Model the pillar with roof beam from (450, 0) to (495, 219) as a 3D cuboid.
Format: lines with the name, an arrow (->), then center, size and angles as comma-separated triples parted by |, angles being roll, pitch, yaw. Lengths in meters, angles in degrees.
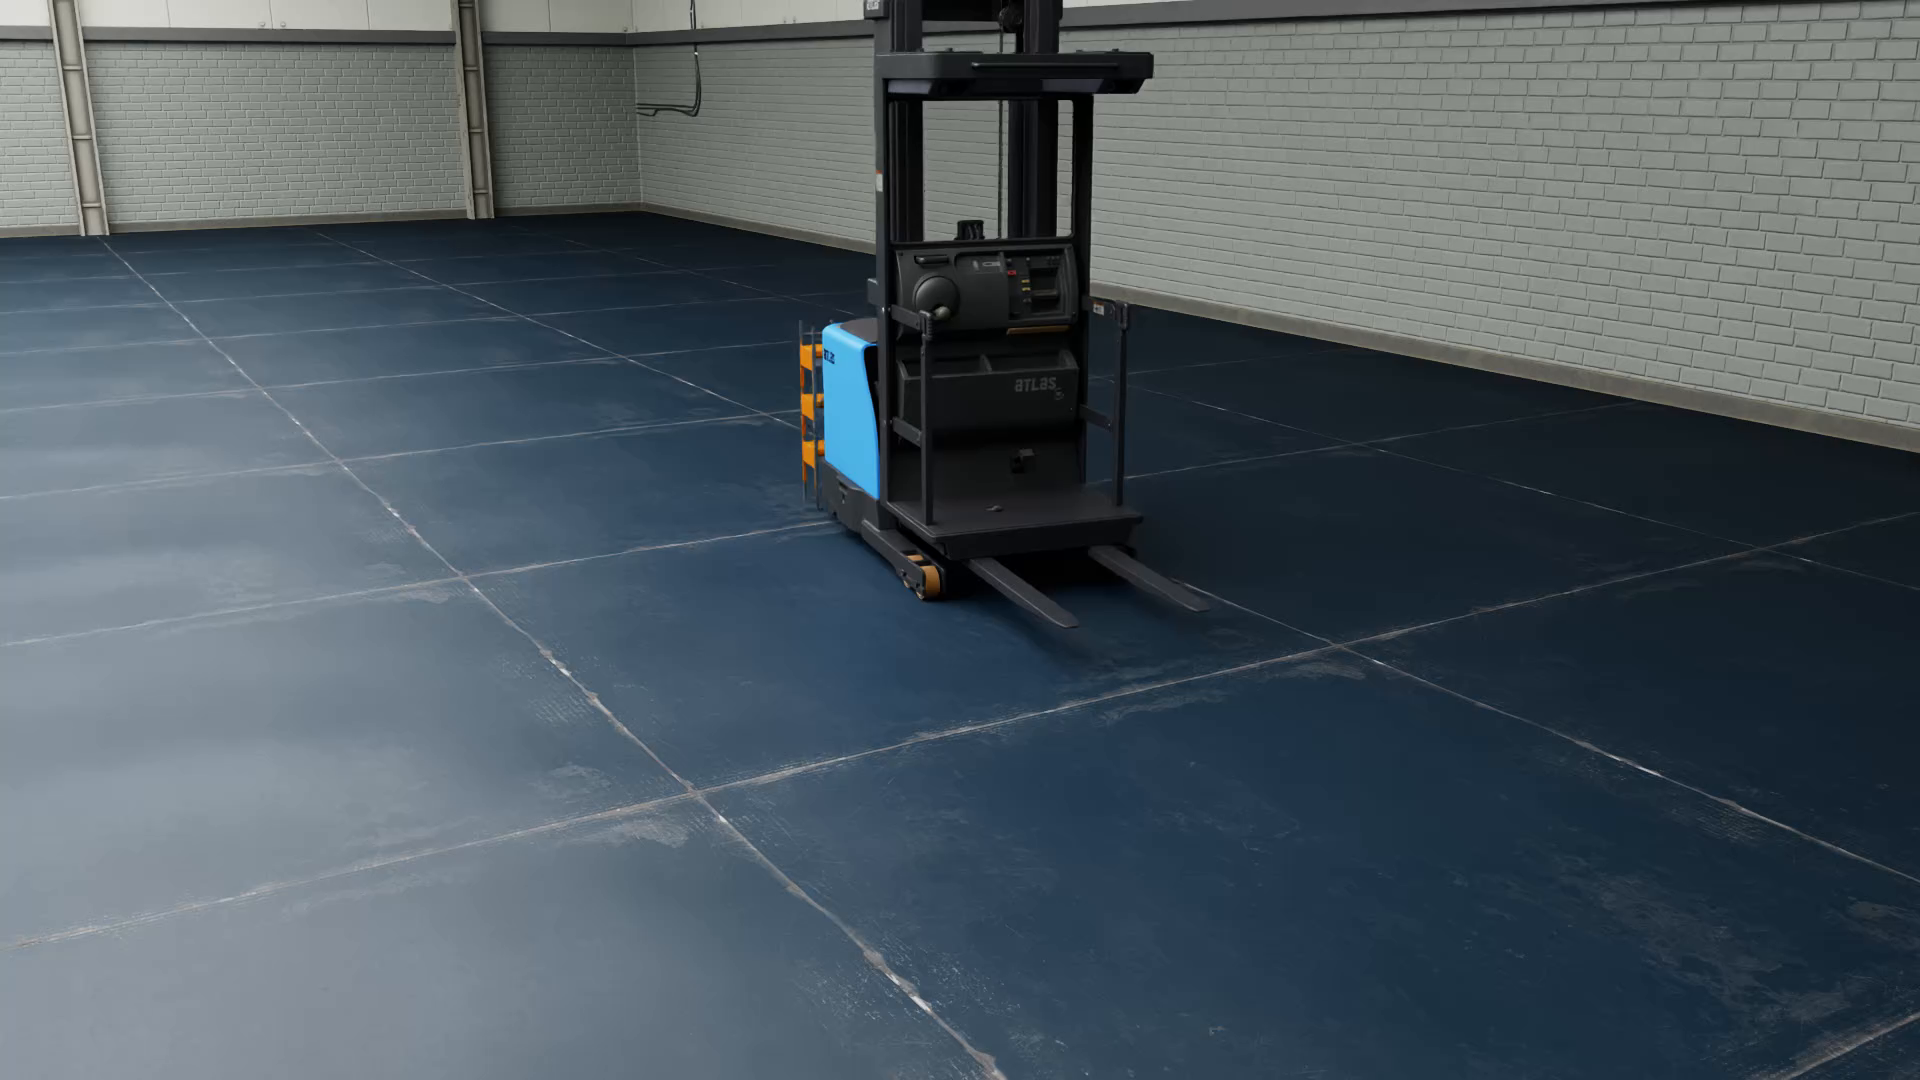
pillar with roof beam -> -6.088, -8.919, 24.055 | 0.400, 9.000, 9.100 | -9, 18, -30

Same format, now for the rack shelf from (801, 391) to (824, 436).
rack shelf -> -0.776, -0.711, 9.542 | 0.215, 0.259, 0.240 | -6, 17, -21

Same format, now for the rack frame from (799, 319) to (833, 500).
rack frame -> -0.821, -0.752, 9.648 | 0.200, 1.050, 0.008 | -6, 17, -21

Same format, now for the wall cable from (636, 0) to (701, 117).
wall cable -> -5.099, -8.523, 28.397 | 0.112, 2.526, 3.097 | -9, 18, -30

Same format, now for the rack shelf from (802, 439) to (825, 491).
rack shelf -> -0.776, -0.444, 9.617 | 0.215, 0.259, 0.240 | -6, 17, -21

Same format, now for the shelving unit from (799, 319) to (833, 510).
shelving unit -> -0.776, -0.722, 9.539 | 0.215, 1.050, 0.252 | -6, 17, -21

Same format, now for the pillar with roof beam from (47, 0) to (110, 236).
pillar with roof beam -> -11.231, -8.085, 21.080 | 0.400, 9.000, 9.100 | -9, 18, -30

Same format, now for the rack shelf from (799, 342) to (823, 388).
rack shelf -> -0.776, -0.985, 9.465 | 0.215, 0.259, 0.240 | -6, 17, -21

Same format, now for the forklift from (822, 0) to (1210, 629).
forklift -> 0.215, -1.253, 7.949 | 1.130, 2.935, 3.031 | -6, 17, -20

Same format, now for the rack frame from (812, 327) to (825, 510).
rack frame -> -0.732, -0.691, 9.430 | 0.200, 1.050, 0.008 | -6, 17, -21
